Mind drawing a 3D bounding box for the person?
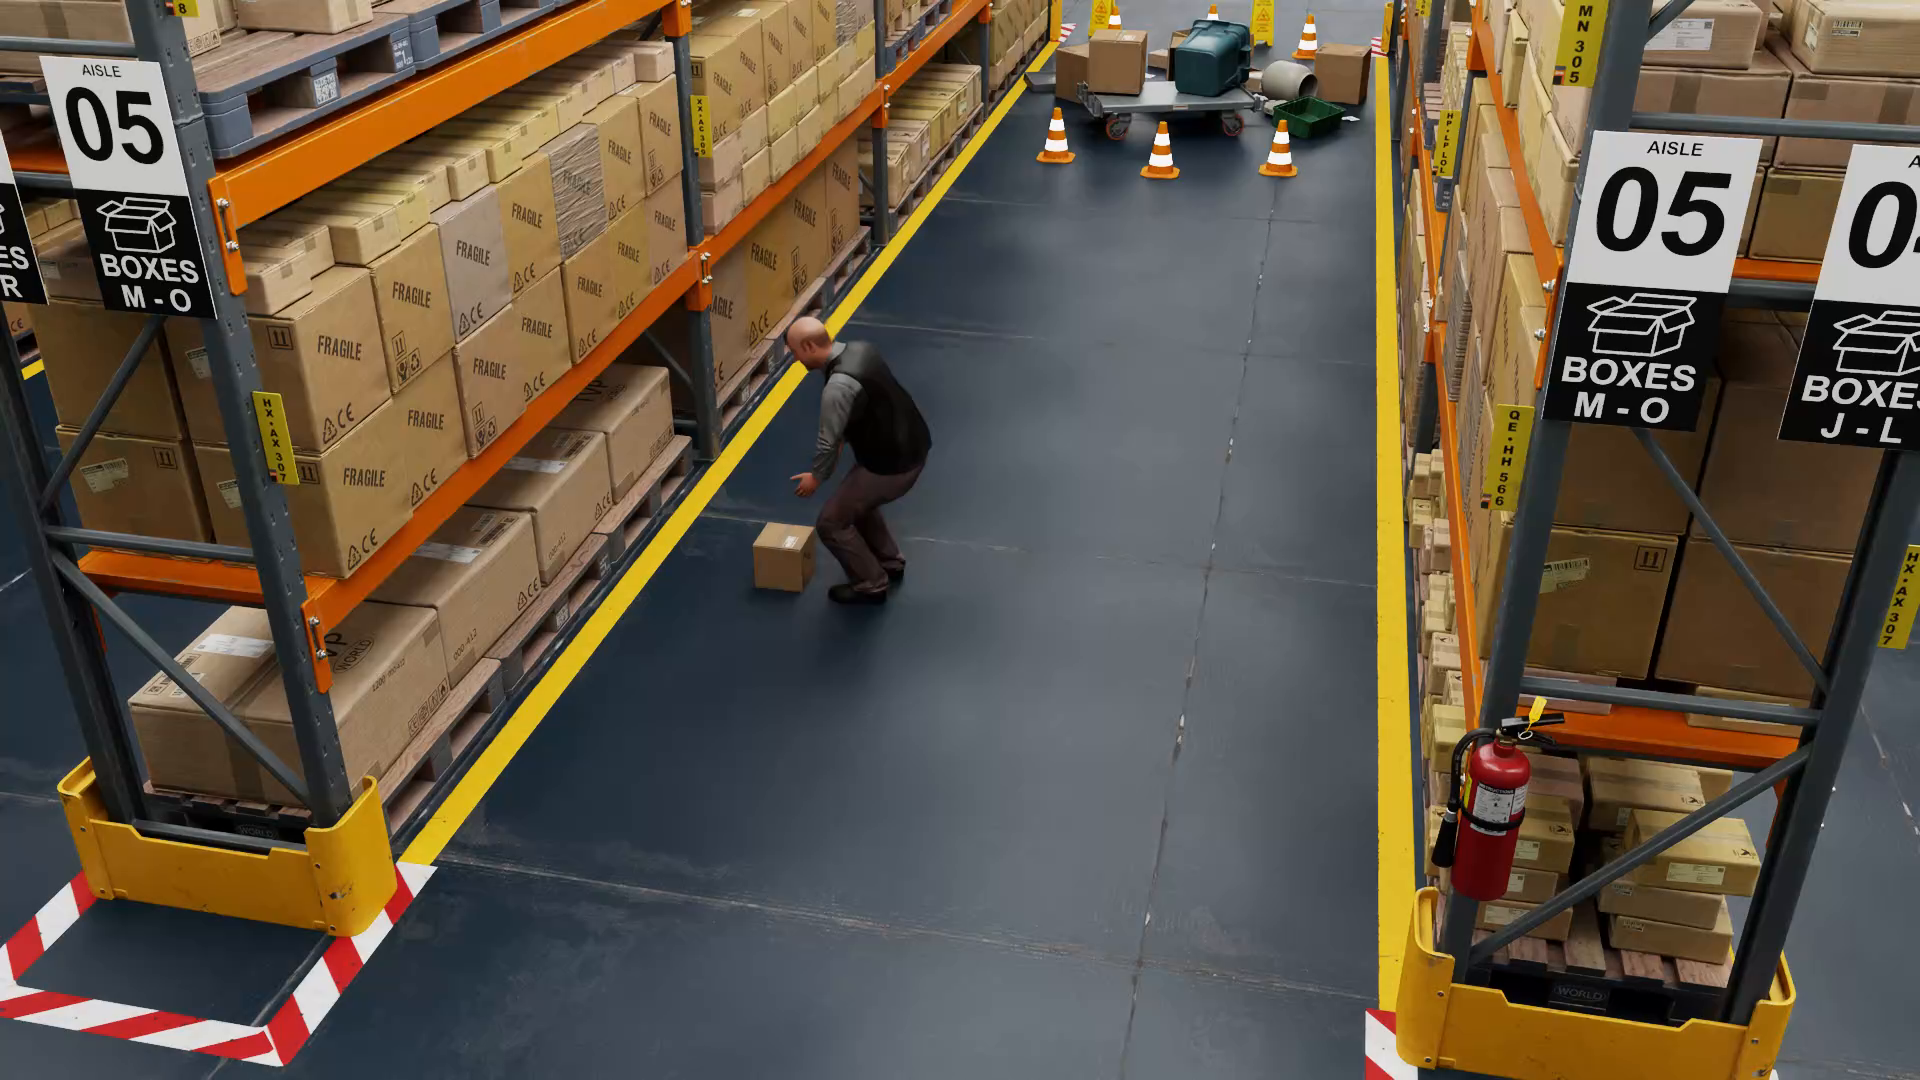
[{"bbox_3d":[-0.490,-0.382,8.136,0.669,1.455,0.590,6,29,11],"label":"person"}]
